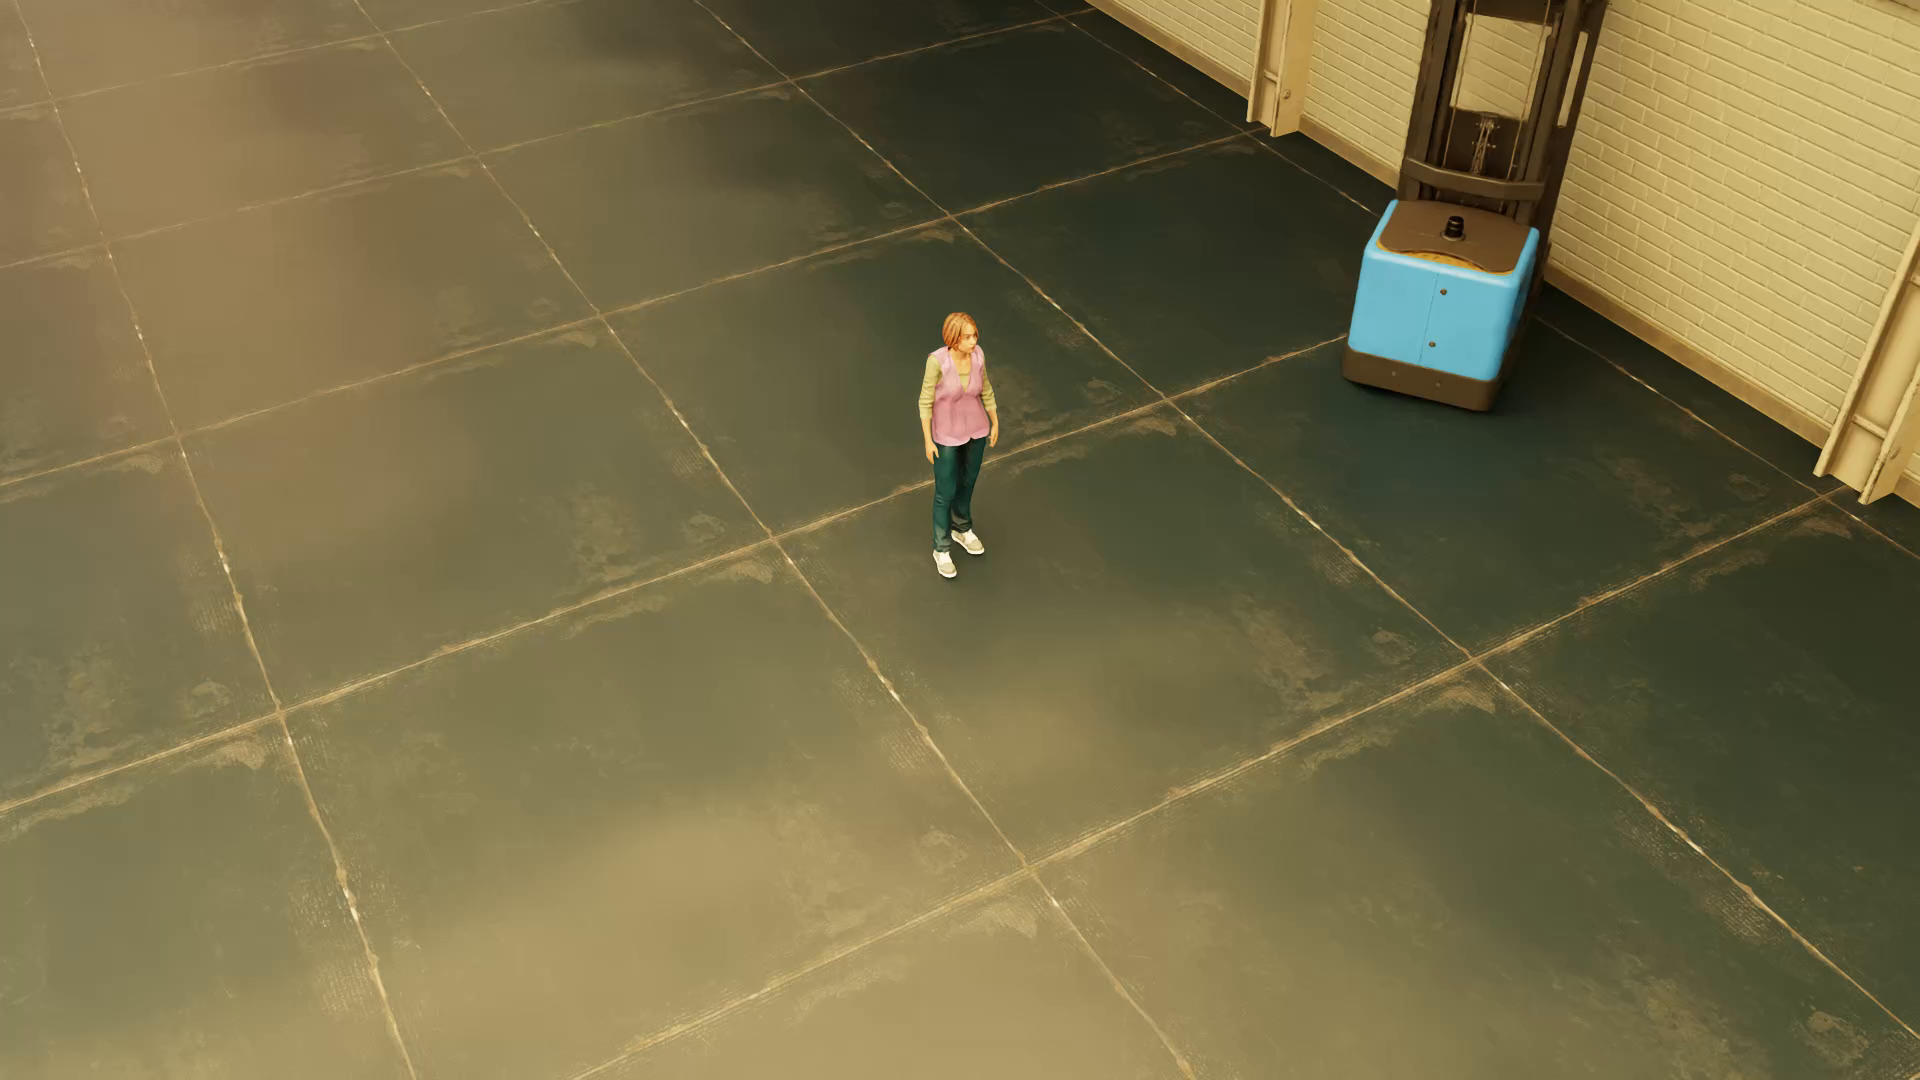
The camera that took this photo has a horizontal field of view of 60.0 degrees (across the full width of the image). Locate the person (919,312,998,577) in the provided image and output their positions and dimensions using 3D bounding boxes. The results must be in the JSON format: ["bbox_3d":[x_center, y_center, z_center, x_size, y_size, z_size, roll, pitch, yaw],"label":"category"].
[{"bbox_3d":[0.025,-0.575,9.763,0.520,1.597,0.476,-20,44,-23],"label":"person"}]

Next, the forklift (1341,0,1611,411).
[{"bbox_3d":[3.741,-2.942,11.583,1.130,2.935,3.031,16,42,19],"label":"forklift"}]
